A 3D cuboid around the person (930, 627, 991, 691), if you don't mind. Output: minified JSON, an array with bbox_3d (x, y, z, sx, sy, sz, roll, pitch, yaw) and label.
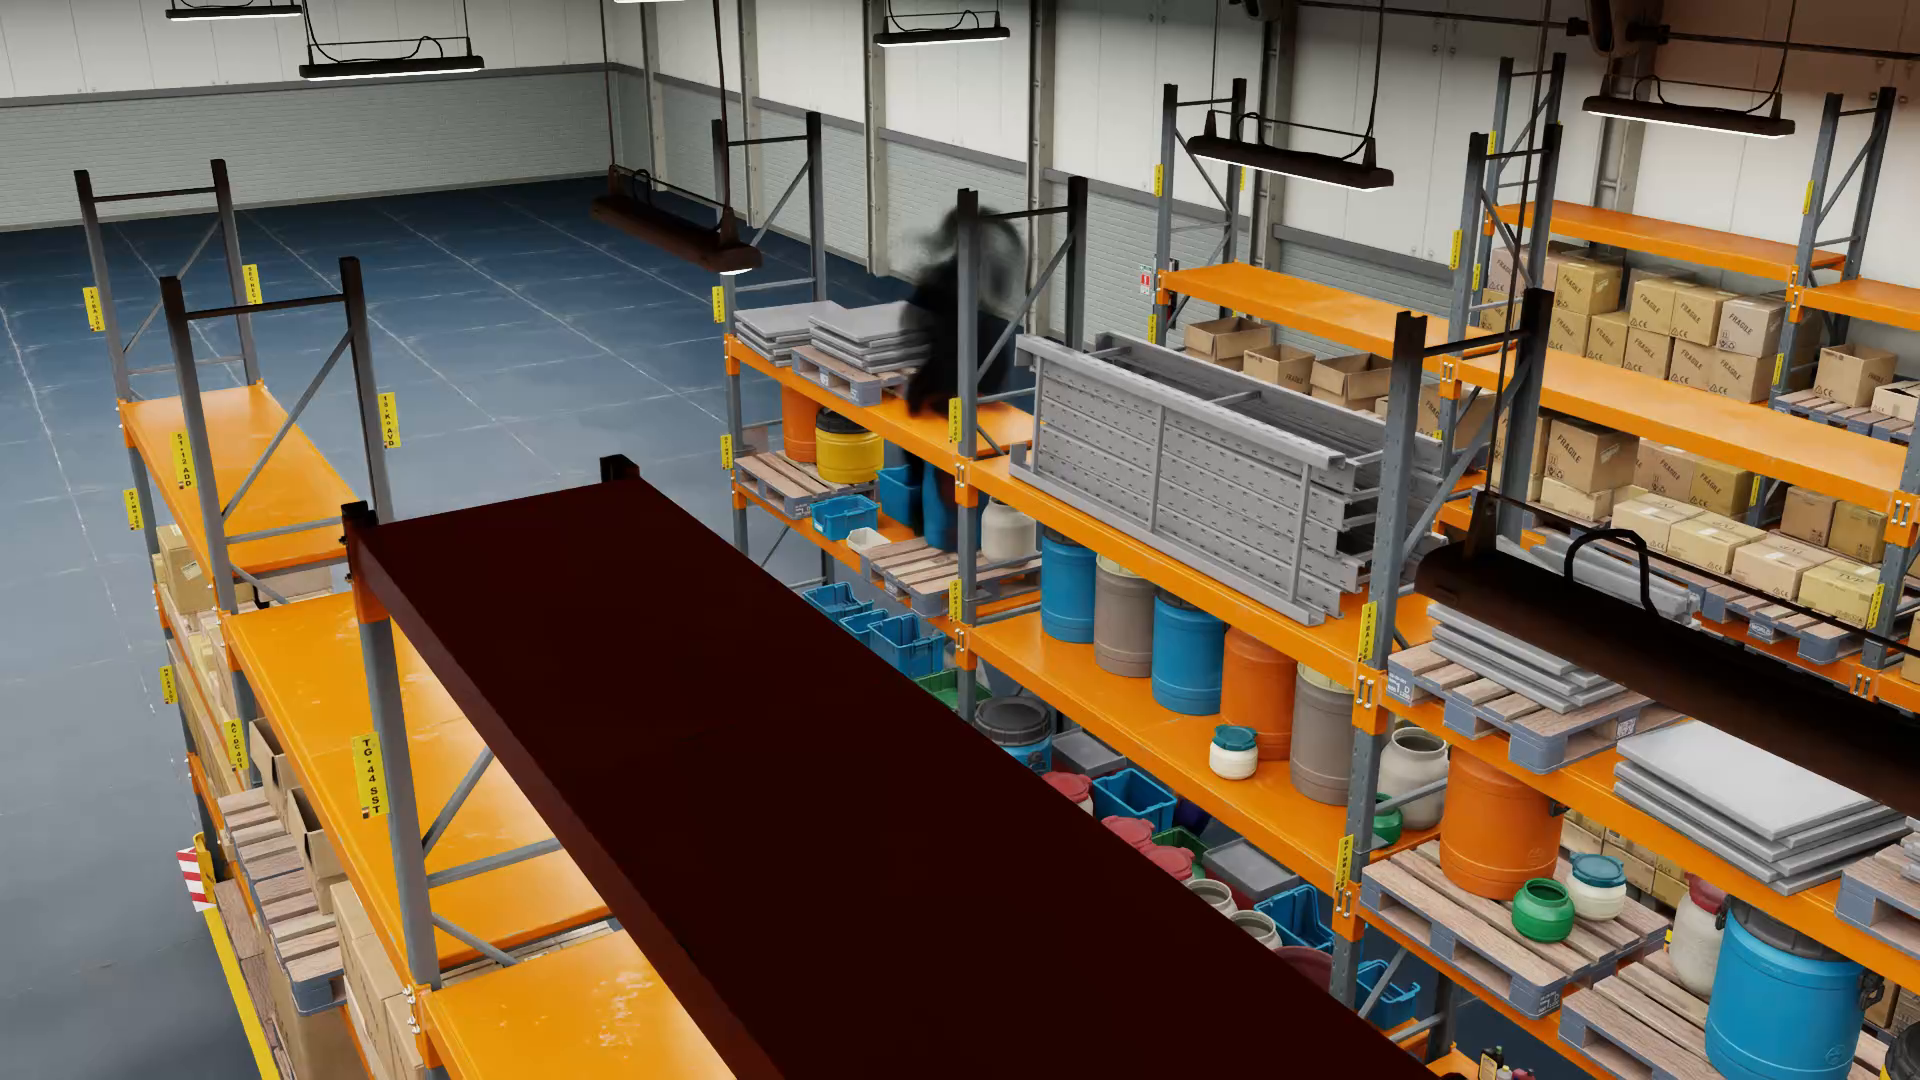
[{"bbox_3d":[-0.063,0.844,17.047,0.666,1.670,0.606,16,27,35],"label":"person"}]

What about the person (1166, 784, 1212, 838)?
[{"bbox_3d":[1.852,2.196,13.774,0.600,1.608,0.539,-14,26,-30],"label":"person"}]
